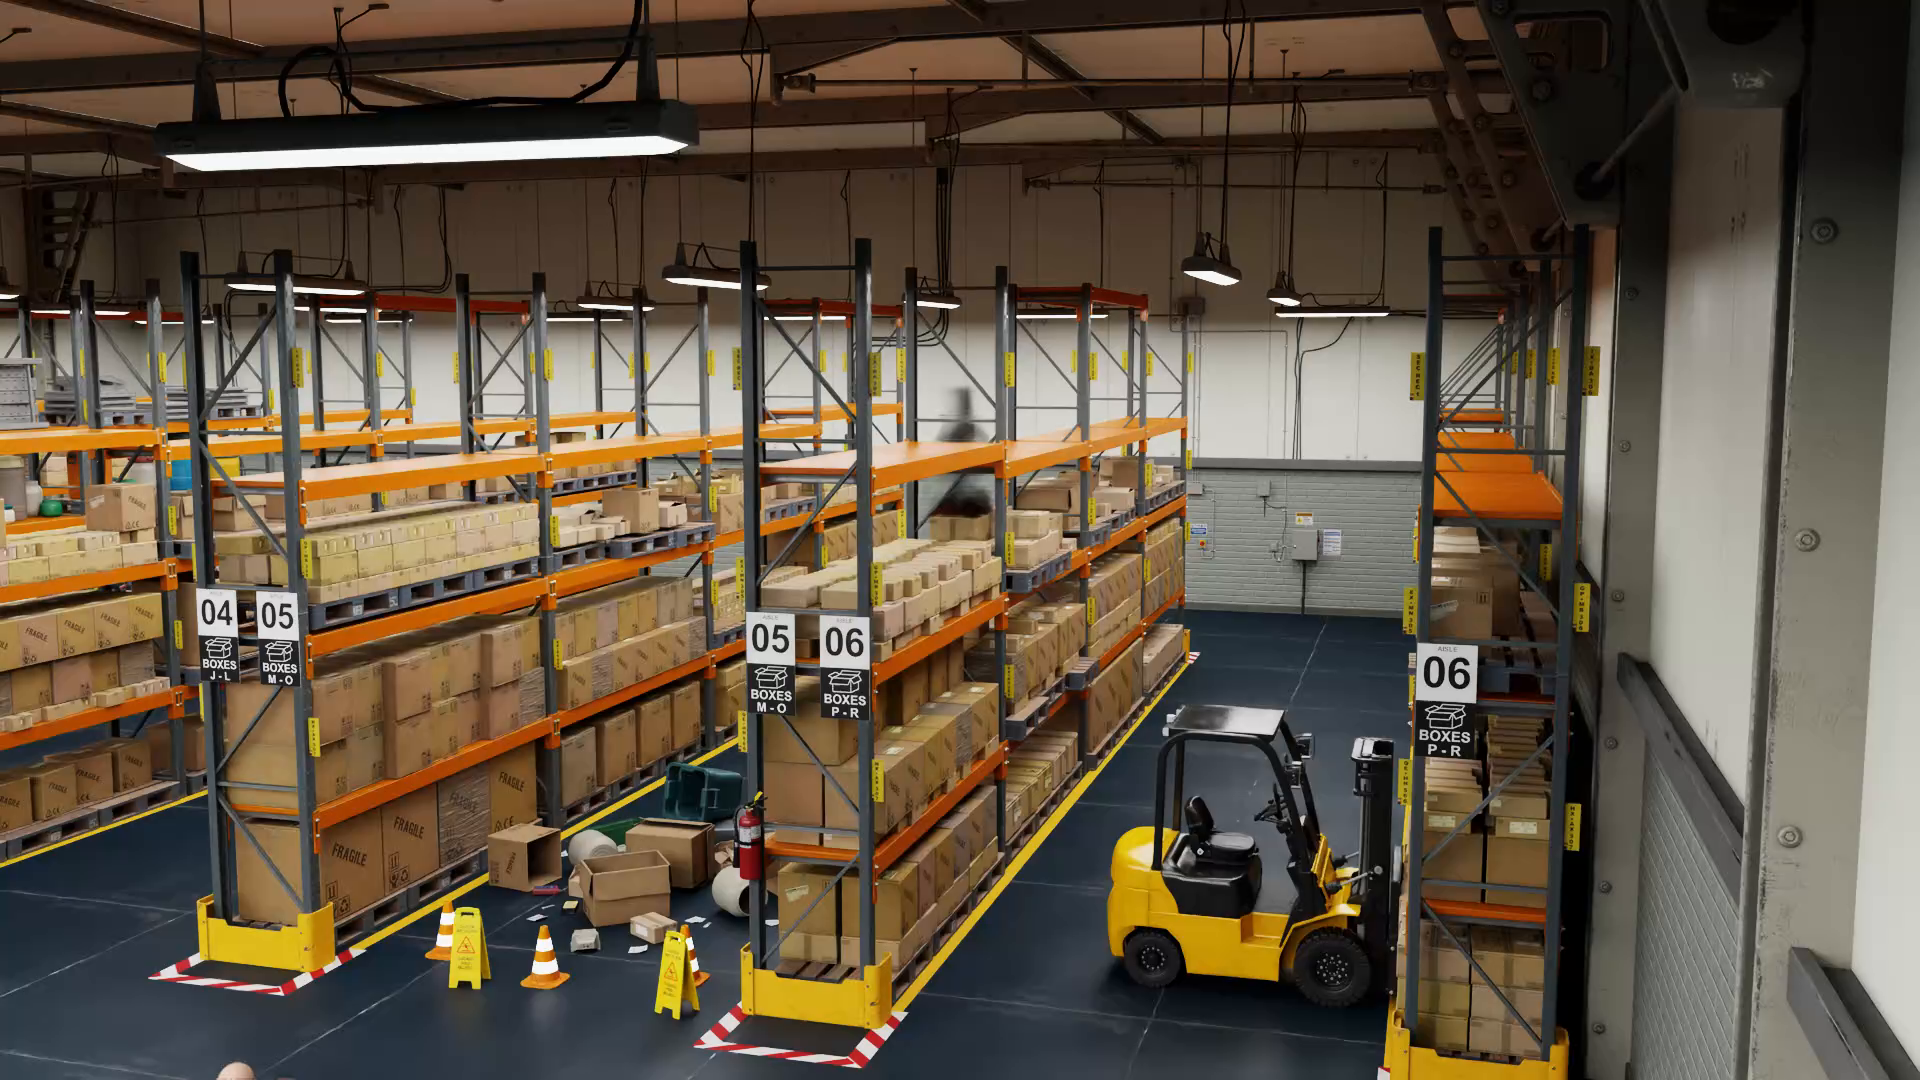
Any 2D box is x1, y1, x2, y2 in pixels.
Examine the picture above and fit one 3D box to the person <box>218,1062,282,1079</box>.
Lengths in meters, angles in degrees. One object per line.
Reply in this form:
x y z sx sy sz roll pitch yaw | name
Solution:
-3.557 3.373 8.291 0.680 1.703 0.934 -3 7 -21 | person
